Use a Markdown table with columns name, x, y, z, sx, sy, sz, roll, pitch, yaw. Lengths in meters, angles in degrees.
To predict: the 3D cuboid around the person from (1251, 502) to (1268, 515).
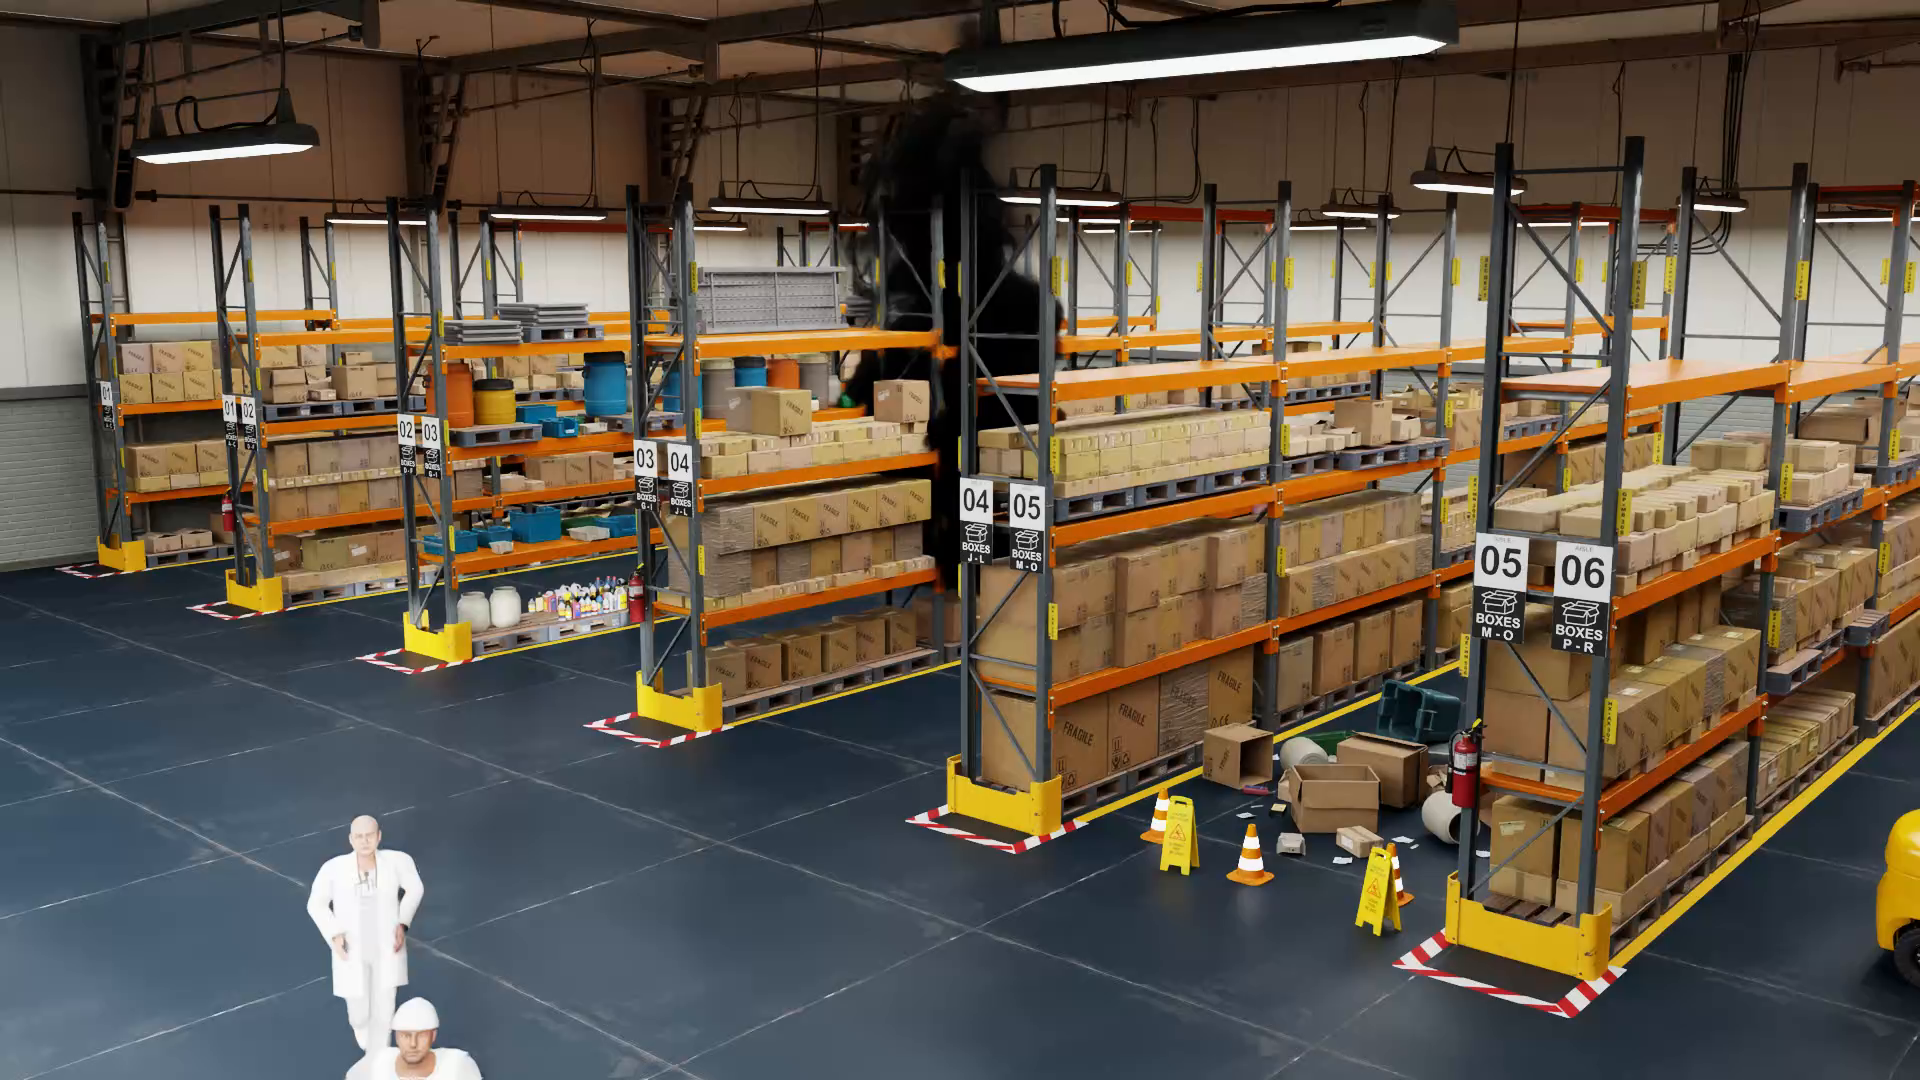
| name | x | y | z | sx | sy | sz | roll | pitch | yaw |
| --- | --- | --- | --- | --- | --- | --- | --- | --- | --- |
| person | 4.475 | 0.026 | 24.655 | 0.498 | 1.688 | 0.755 | 6 | 11 | 33 |

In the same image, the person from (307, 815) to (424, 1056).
| name | x | y | z | sx | sy | sz | roll | pitch | yaw |
| --- | --- | --- | --- | --- | --- | --- | --- | --- | --- |
| person | -3.737 | 2.581 | 10.530 | 0.702 | 1.743 | 0.820 | -4 | 10 | -23 |

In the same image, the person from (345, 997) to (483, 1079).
| name | x | y | z | sx | sy | sz | roll | pitch | yaw |
| --- | --- | --- | --- | --- | --- | --- | --- | --- | --- |
| person | -2.544 | 3.024 | 7.807 | 0.671 | 1.805 | 0.702 | -3 | 10 | -16 |

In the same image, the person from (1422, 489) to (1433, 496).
| name | x | y | z | sx | sy | sz | roll | pitch | yaw |
| --- | --- | --- | --- | --- | --- | --- | --- | --- | --- |
| person | 7.303 | 0.067 | 25.757 | 0.692 | 1.737 | 0.708 | 7 | 12 | 35 |
